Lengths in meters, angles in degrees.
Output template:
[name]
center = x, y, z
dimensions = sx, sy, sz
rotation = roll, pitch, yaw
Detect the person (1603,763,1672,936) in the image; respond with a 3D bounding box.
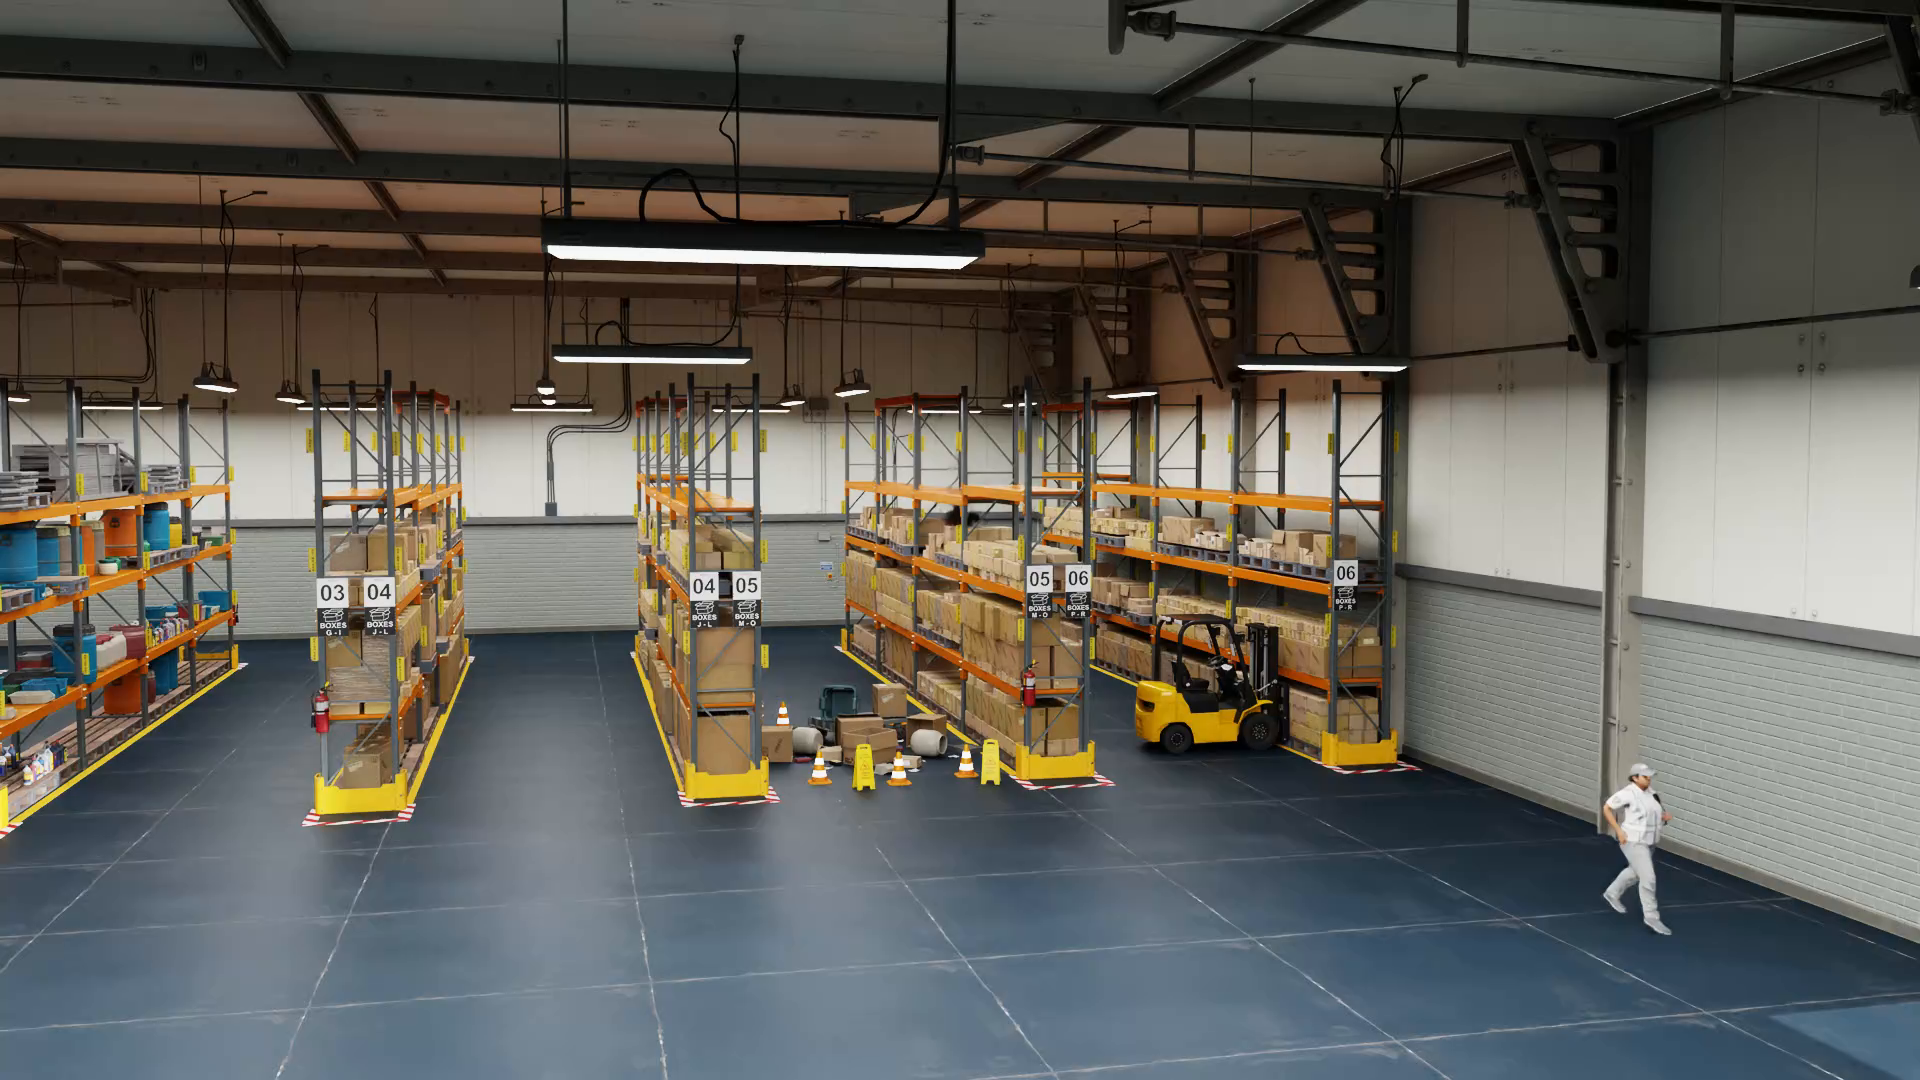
[person]
center = 7.049, 3.159, 17.288
dimensions = 0.594, 1.696, 0.878
rotation = -2, 4, -36
